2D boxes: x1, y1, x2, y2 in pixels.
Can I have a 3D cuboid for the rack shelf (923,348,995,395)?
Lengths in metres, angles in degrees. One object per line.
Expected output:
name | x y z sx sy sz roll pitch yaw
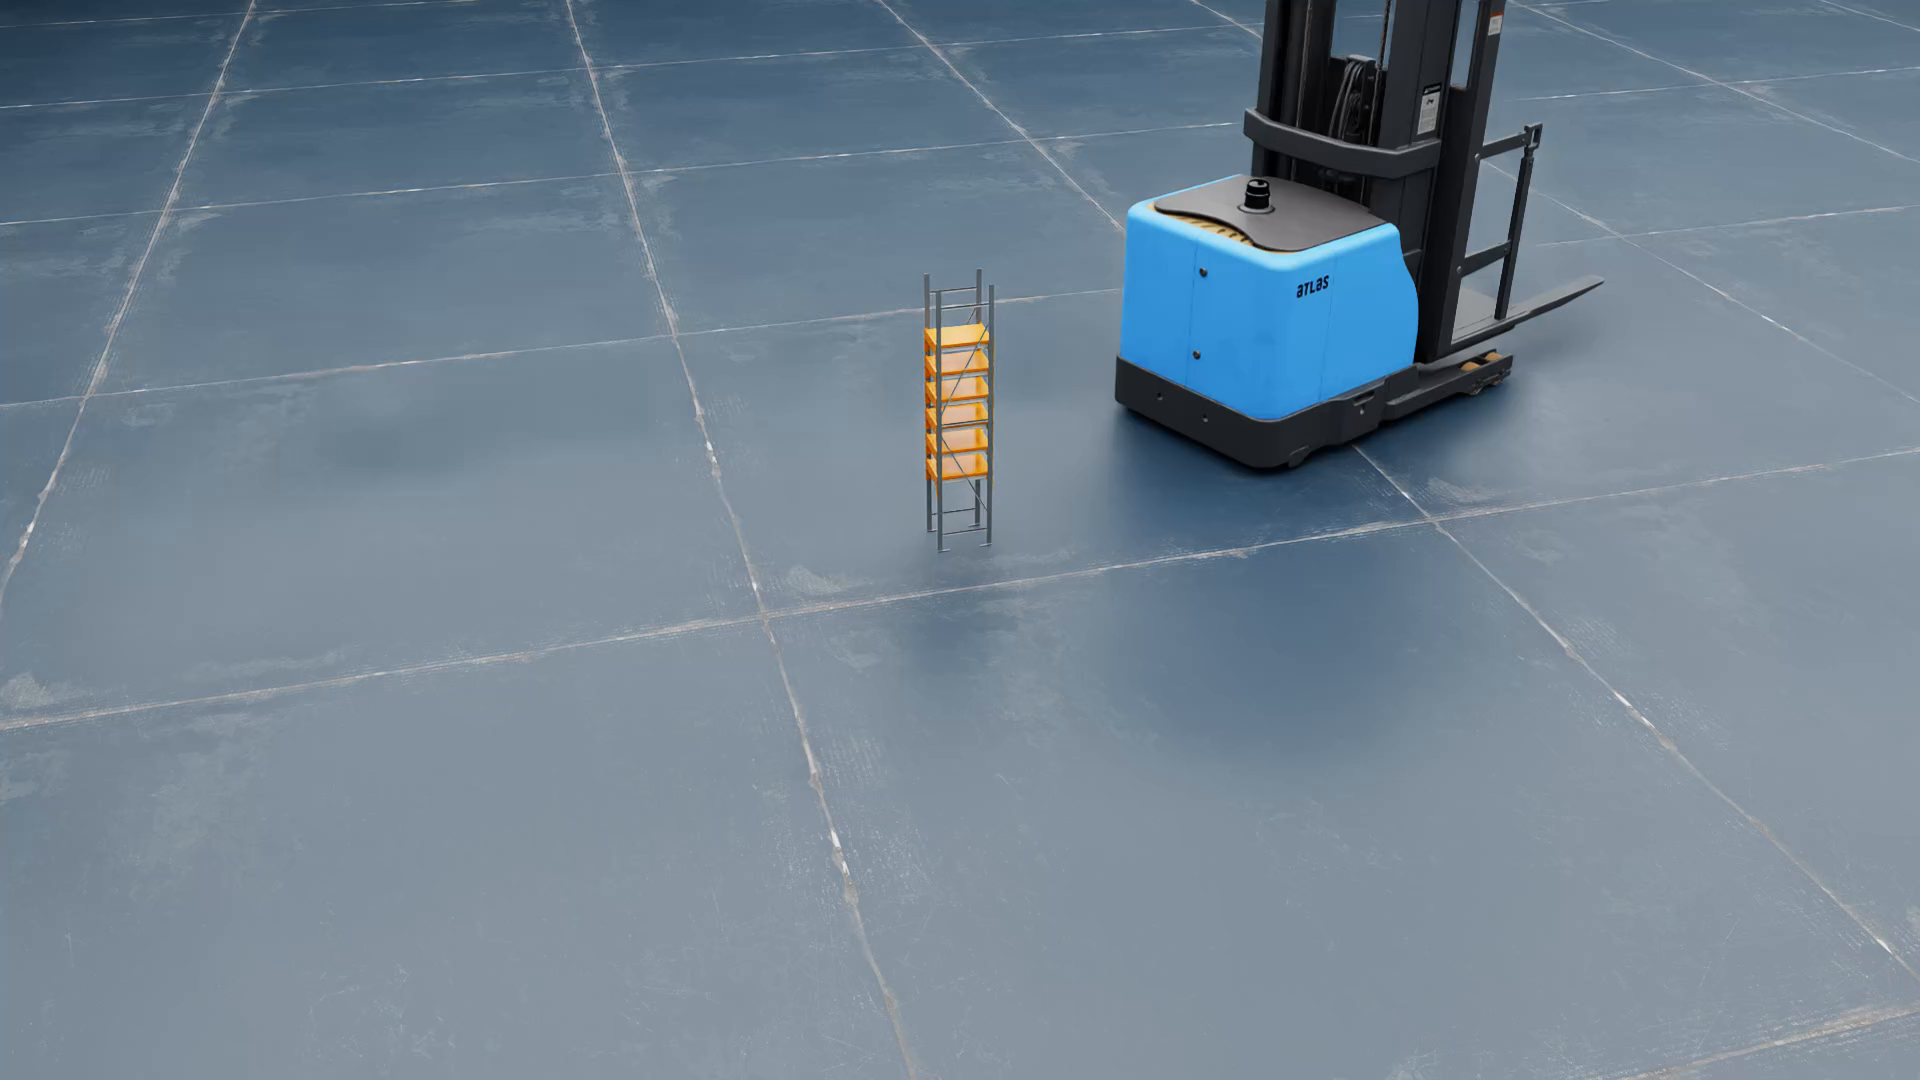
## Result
rack shelf | -0.004 -0.696 6.864 0.258 0.103 0.180 -8 31 -13

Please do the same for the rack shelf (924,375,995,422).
rack shelf | -0.004 -0.592 6.924 0.258 0.103 0.180 -8 31 -13

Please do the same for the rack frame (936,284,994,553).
rack frame | 0.020 -0.482 6.885 0.240 1.200 0.006 -8 31 -13

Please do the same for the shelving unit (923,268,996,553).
shelving unit | -0.004 -0.526 6.962 0.258 1.200 0.189 -8 31 -13

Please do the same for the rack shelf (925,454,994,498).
rack shelf | -0.004 -0.280 7.104 0.258 0.103 0.180 -8 31 -13

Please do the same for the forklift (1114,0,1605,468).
forklift | 2.239 -2.196 8.118 3.031 2.935 1.130 -22 37 -33

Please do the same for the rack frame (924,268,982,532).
rack frame | -0.028 -0.570 7.038 0.240 1.200 0.006 -8 31 -13

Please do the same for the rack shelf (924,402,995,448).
rack shelf | -0.004 -0.488 6.984 0.258 0.103 0.180 -8 31 -13

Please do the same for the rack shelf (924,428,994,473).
rack shelf | -0.004 -0.384 7.044 0.258 0.103 0.180 -8 31 -13

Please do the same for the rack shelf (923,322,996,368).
rack shelf | -0.004 -0.799 6.803 0.258 0.103 0.180 -8 31 -13
